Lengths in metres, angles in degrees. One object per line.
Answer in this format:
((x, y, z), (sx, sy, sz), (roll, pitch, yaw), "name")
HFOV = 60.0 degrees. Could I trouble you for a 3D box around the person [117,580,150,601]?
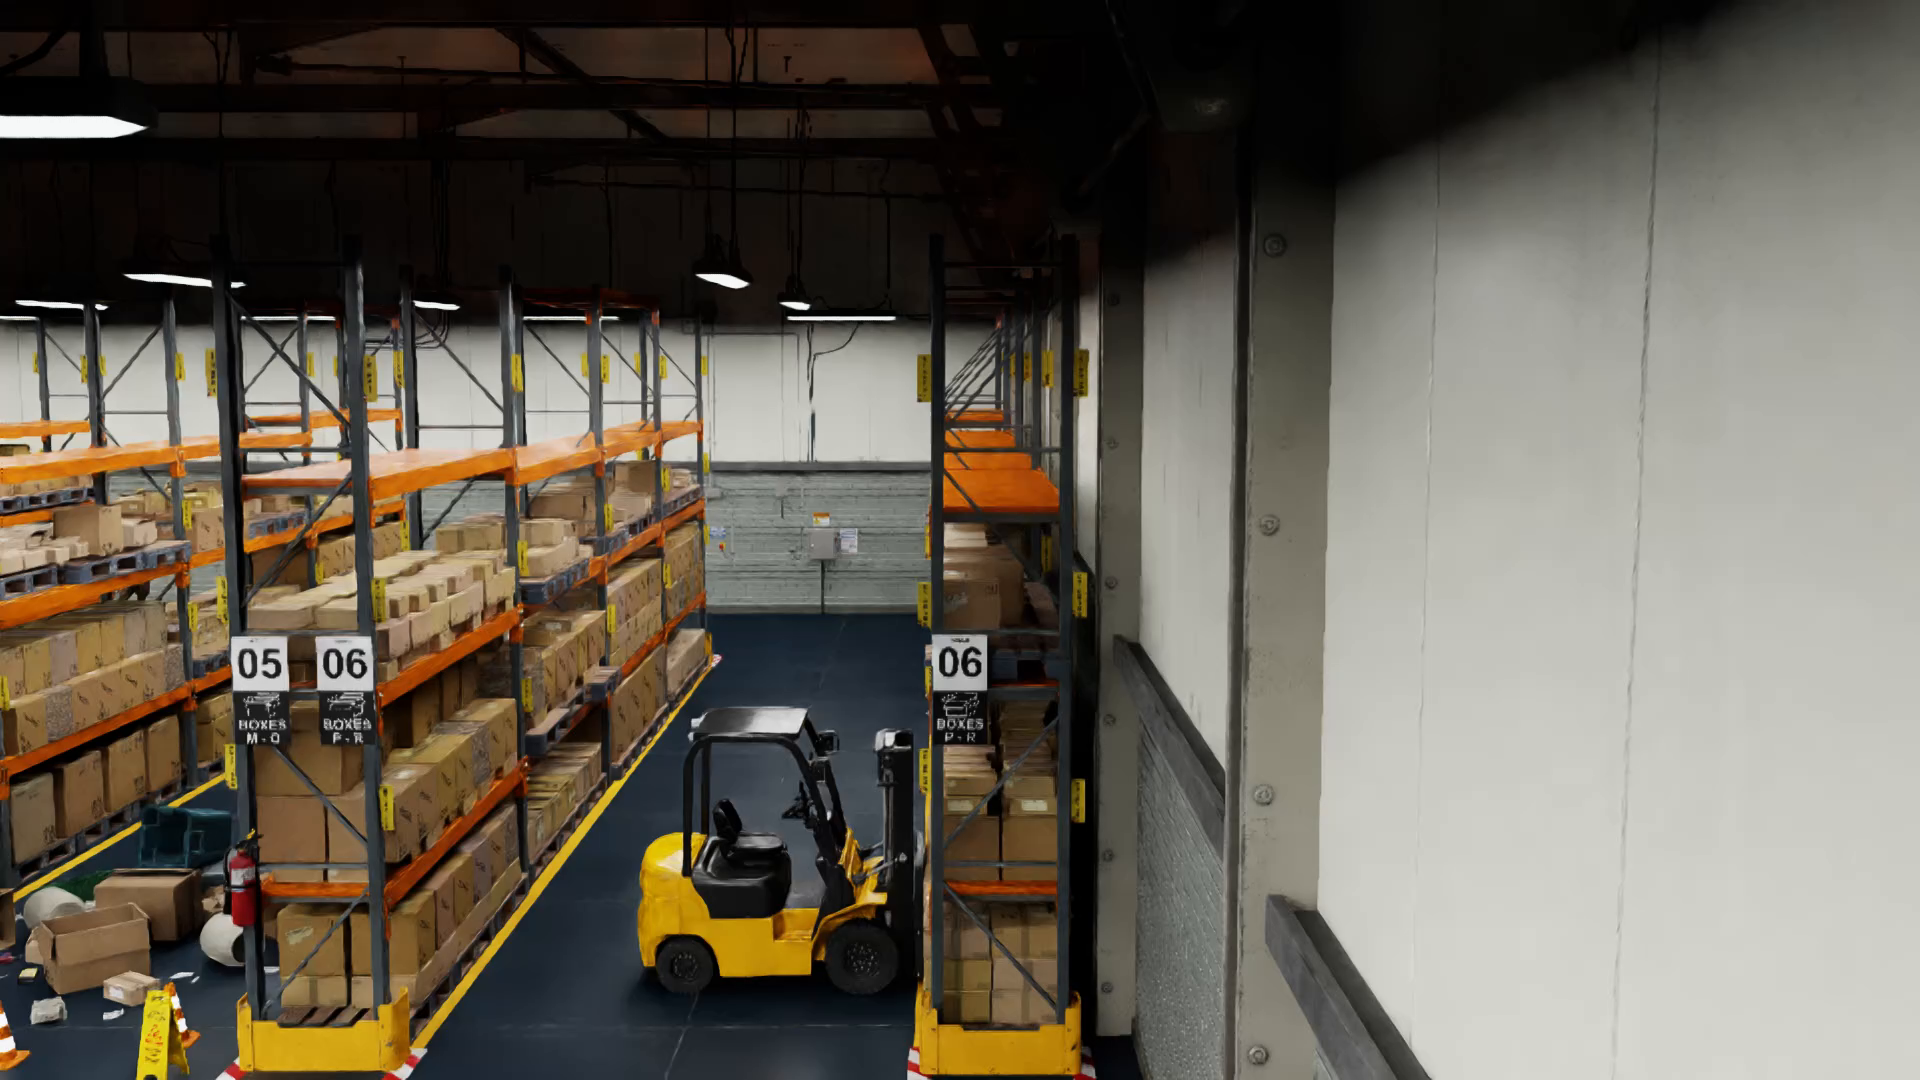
((-15.766, 0.810, 31.510), (0.793, 1.769, 0.517), (-5, 8, -41), "person")
